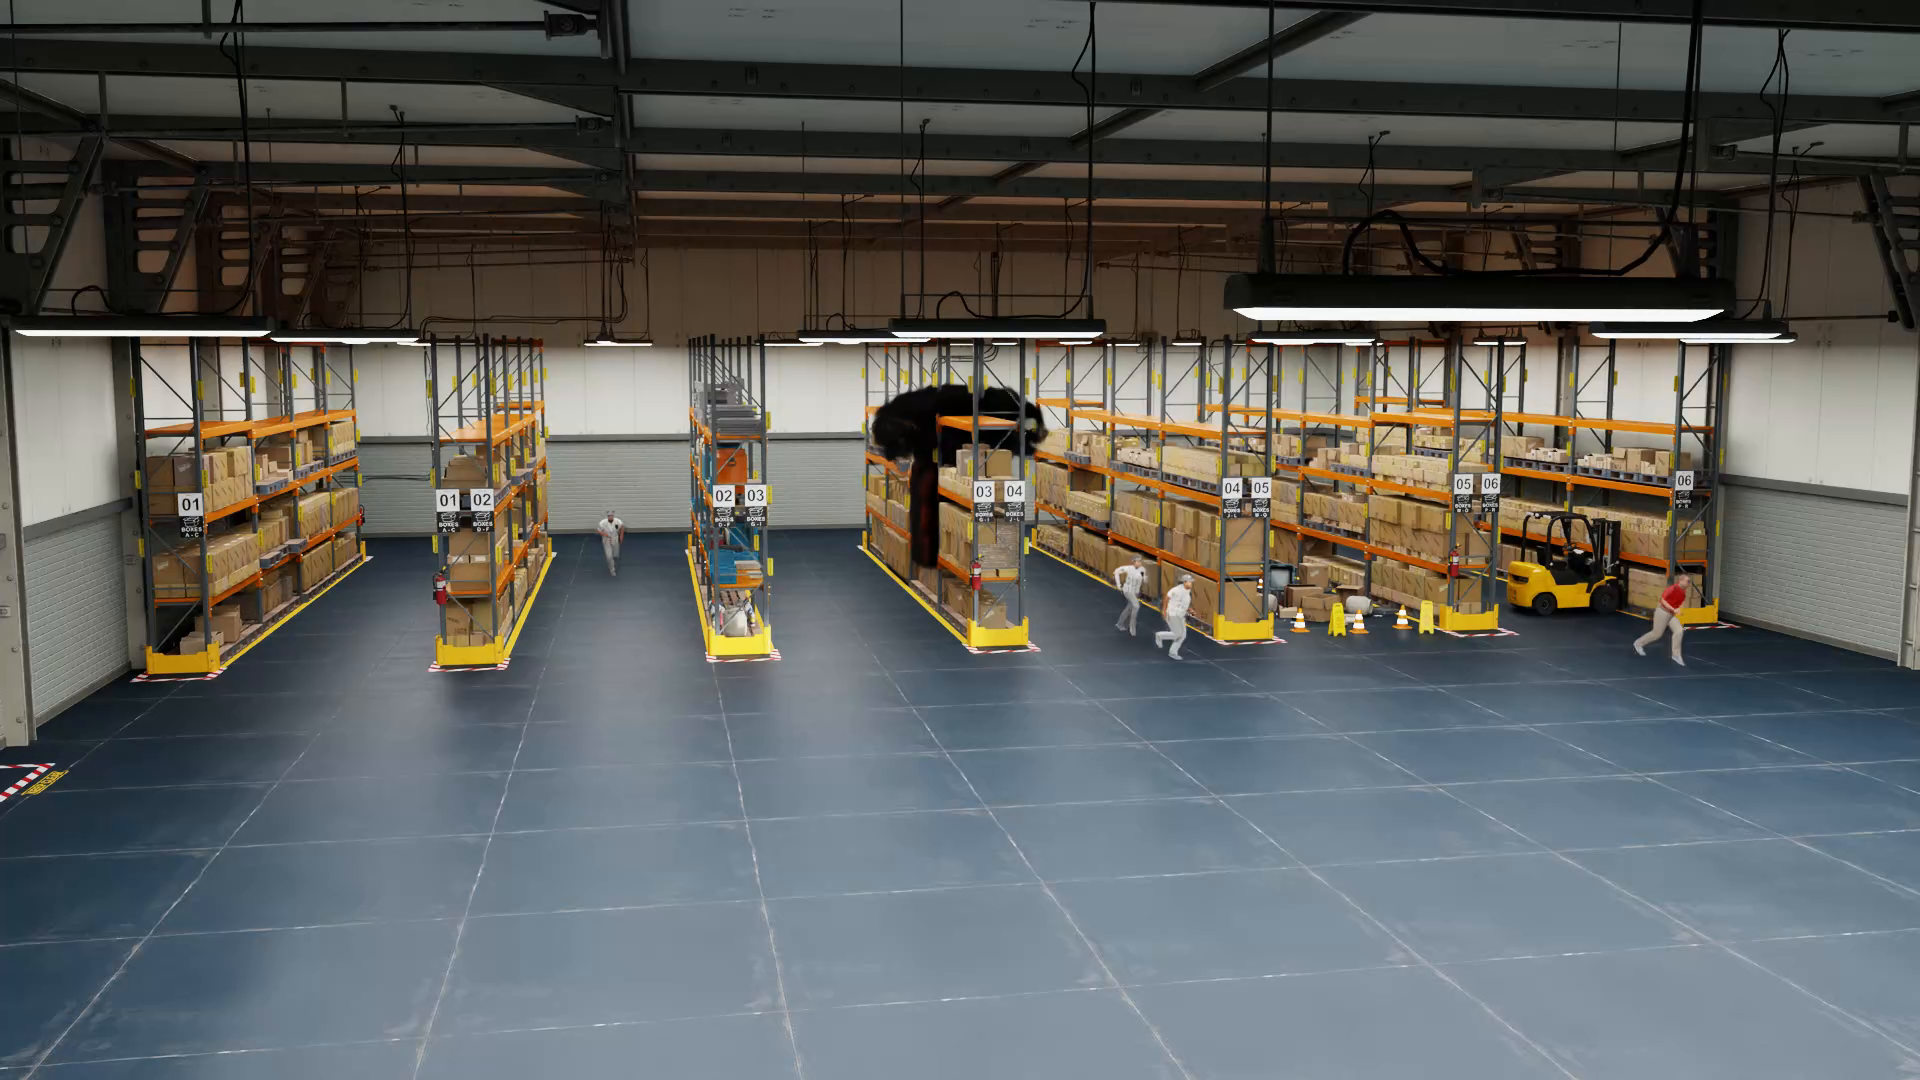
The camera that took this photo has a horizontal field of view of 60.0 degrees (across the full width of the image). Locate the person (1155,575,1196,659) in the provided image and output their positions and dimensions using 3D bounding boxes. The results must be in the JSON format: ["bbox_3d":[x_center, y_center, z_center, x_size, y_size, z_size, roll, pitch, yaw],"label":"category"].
[{"bbox_3d":[4.027,1.422,30.917,0.751,1.604,0.594,4,8,31],"label":"person"}]

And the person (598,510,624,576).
[{"bbox_3d":[-8.838,0.066,42.189,0.654,1.701,0.749,-1,7,-11],"label":"person"}]

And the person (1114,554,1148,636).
[{"bbox_3d":[3.430,1.081,33.411,0.602,1.647,0.885,-4,8,-34],"label":"person"}]

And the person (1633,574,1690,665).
[{"bbox_3d":[12.928,1.431,30.613,0.702,1.693,1.020,-6,9,-42],"label":"person"}]
